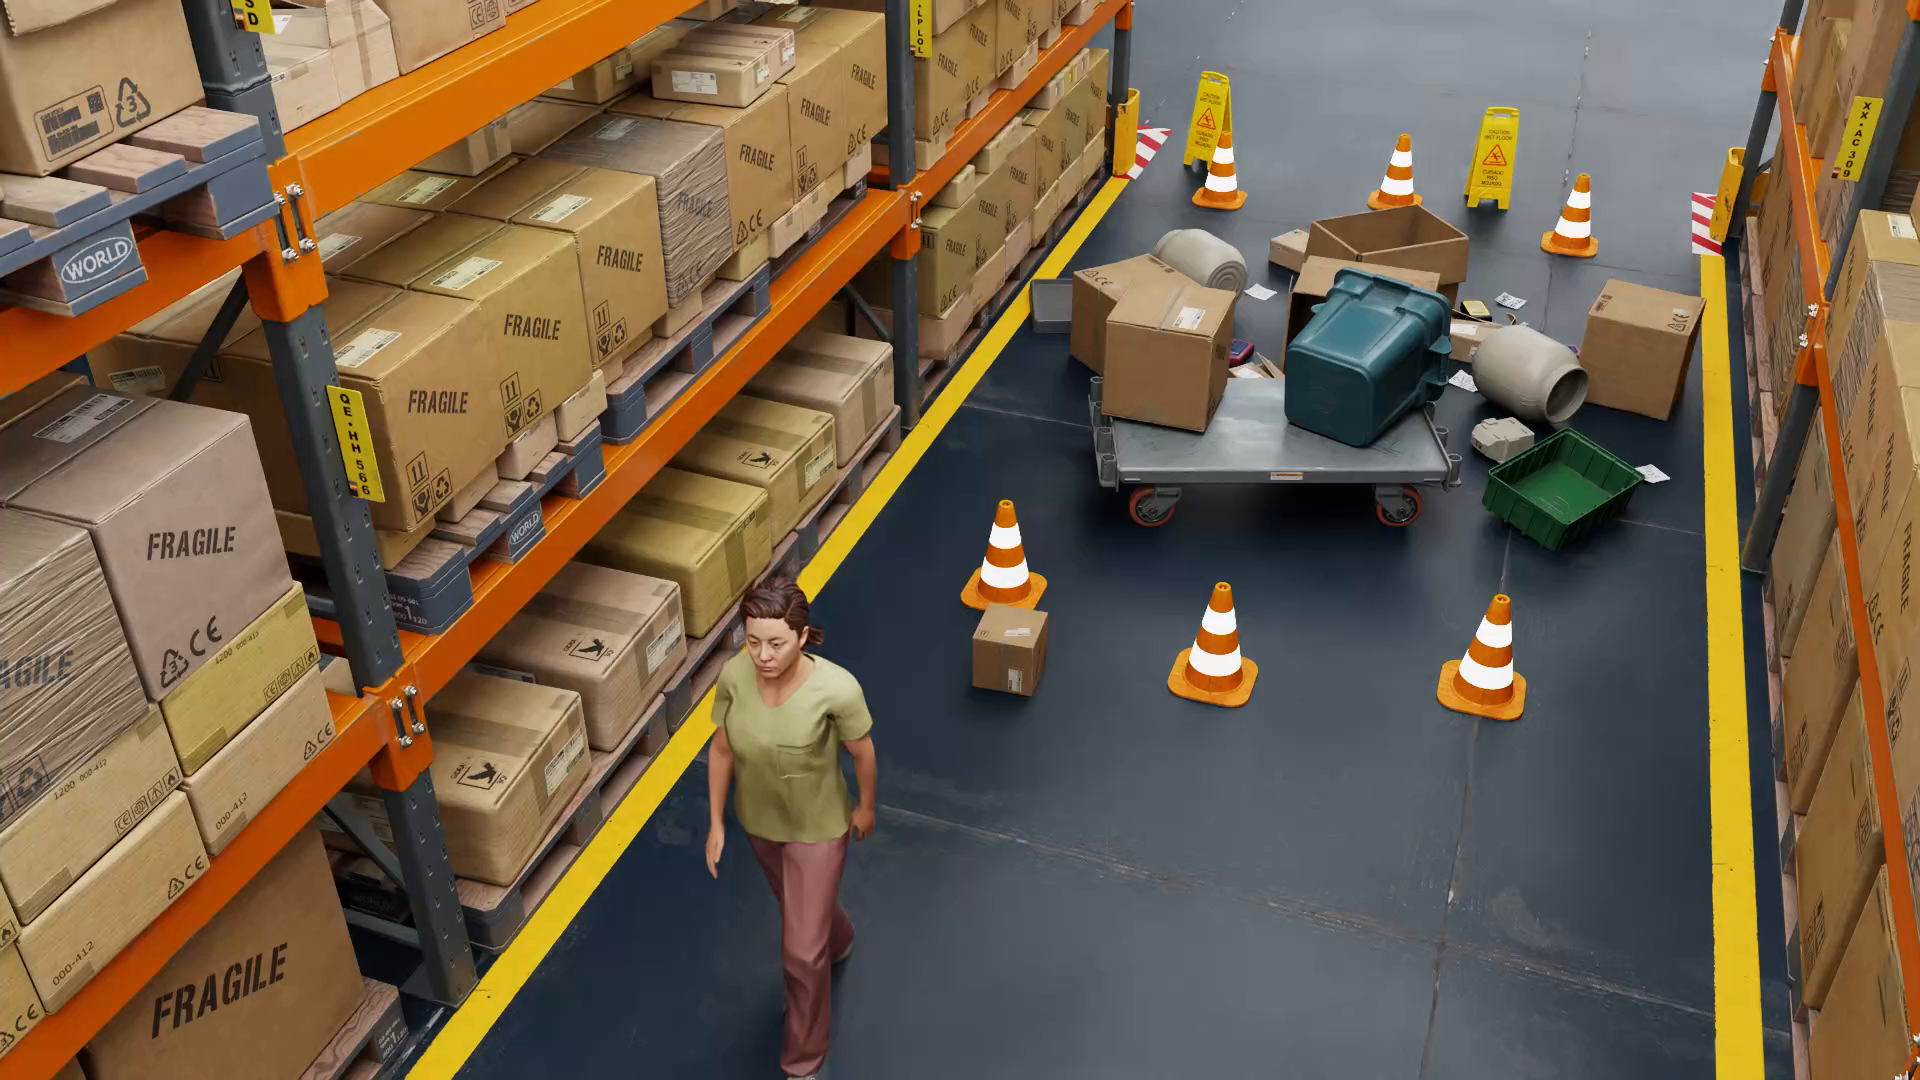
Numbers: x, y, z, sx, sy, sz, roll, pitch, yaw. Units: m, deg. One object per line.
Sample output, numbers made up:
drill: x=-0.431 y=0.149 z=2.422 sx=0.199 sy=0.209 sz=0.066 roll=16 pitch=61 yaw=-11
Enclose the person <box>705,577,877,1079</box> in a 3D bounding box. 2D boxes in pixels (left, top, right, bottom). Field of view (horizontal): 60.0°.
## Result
person: x=-0.513 y=0.866 z=4.845 sx=0.459 sy=1.705 sz=0.722 roll=13 pitch=35 yaw=18
